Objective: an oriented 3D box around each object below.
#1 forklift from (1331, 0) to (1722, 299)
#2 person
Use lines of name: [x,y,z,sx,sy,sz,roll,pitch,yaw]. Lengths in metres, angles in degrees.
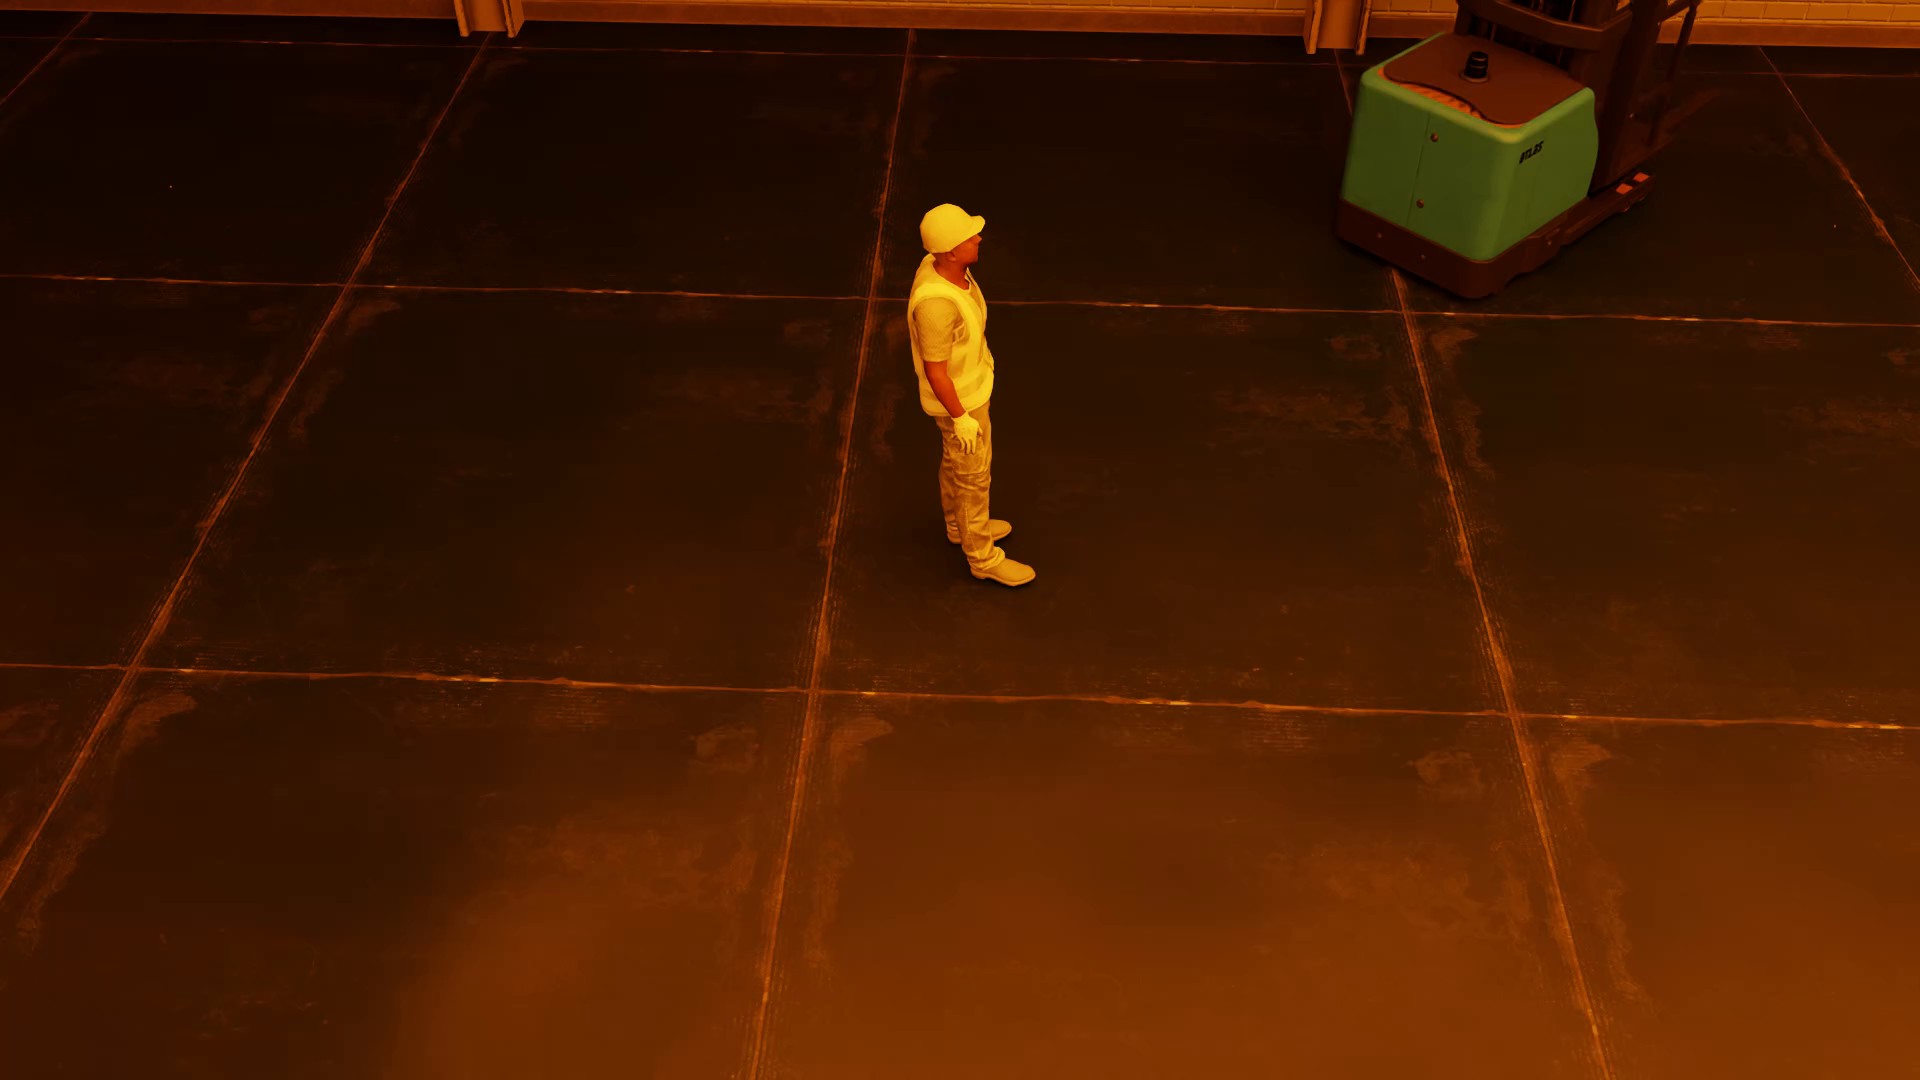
forklift: [3.609,-3.301,9.359,3.031,2.935,1.130,-32,51,-30]
person: [0.071,-0.656,7.301,0.577,1.782,0.656,2,42,2]
